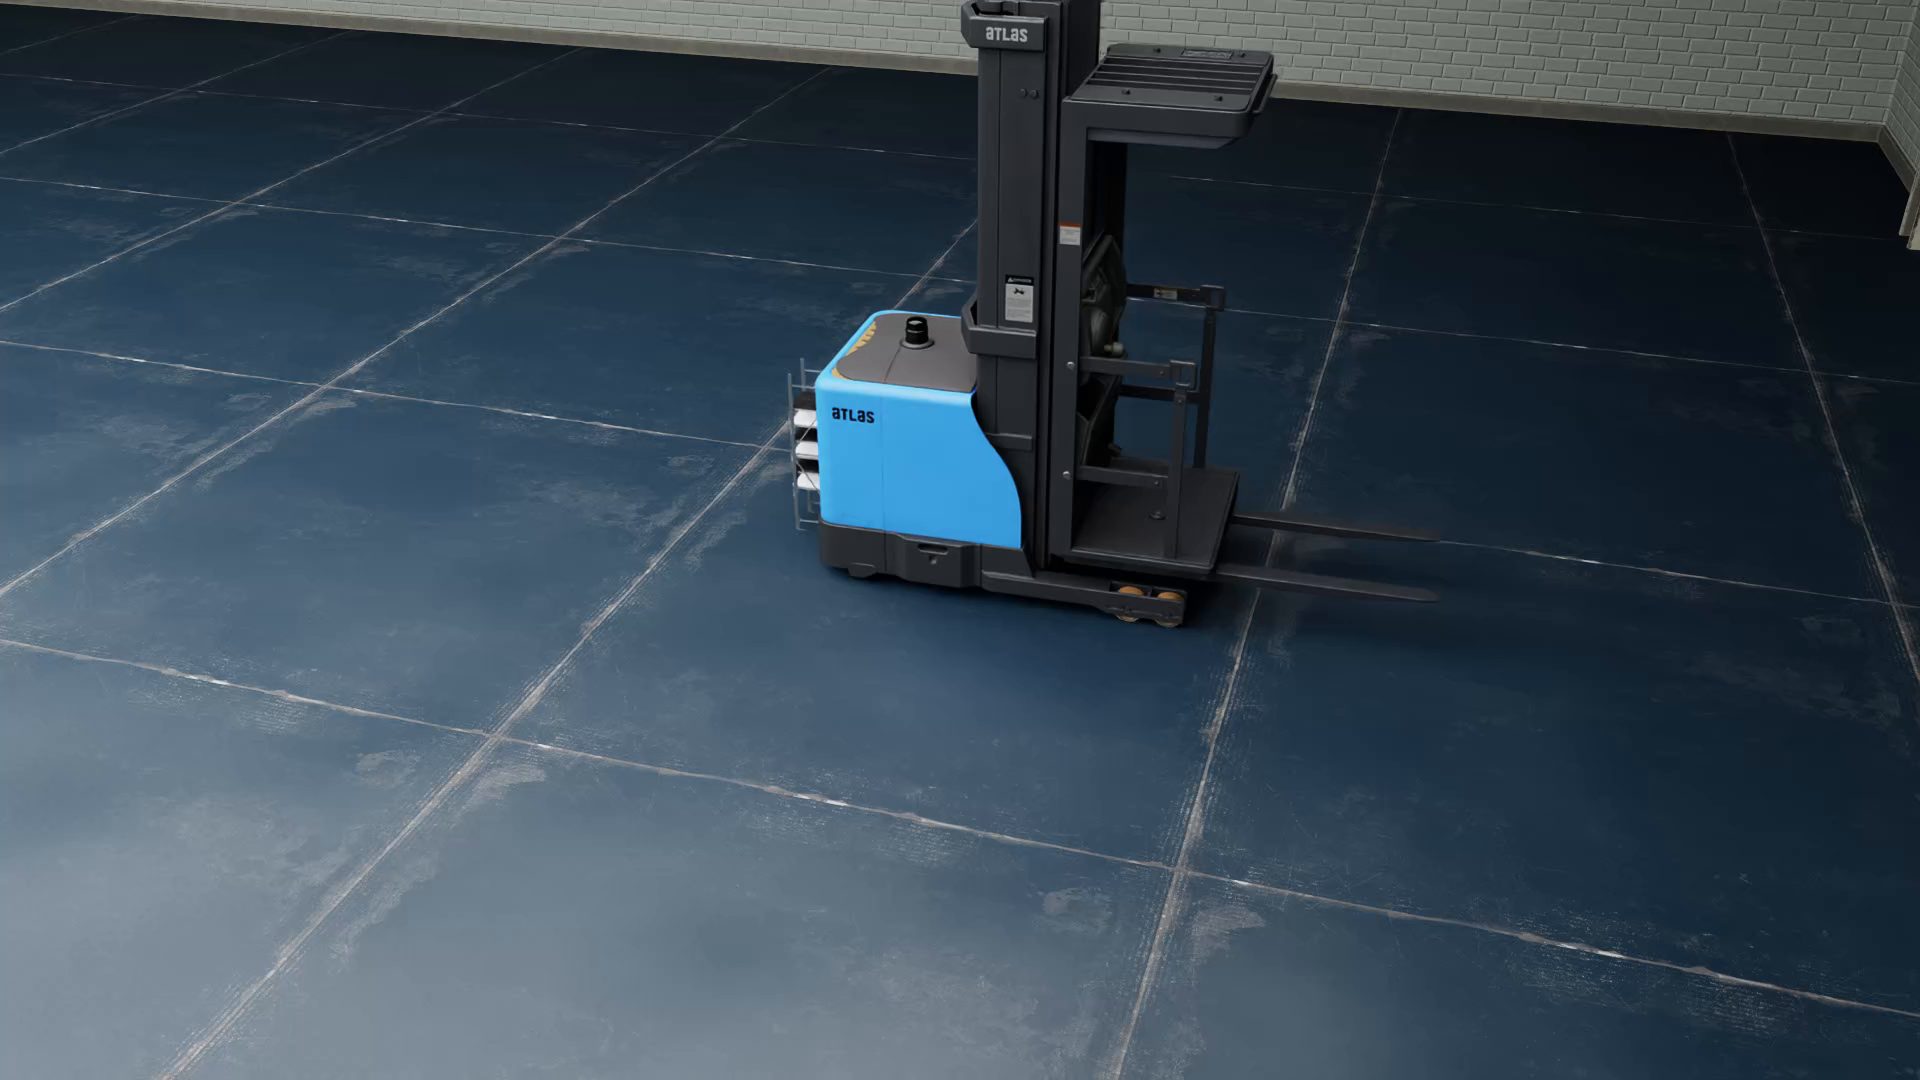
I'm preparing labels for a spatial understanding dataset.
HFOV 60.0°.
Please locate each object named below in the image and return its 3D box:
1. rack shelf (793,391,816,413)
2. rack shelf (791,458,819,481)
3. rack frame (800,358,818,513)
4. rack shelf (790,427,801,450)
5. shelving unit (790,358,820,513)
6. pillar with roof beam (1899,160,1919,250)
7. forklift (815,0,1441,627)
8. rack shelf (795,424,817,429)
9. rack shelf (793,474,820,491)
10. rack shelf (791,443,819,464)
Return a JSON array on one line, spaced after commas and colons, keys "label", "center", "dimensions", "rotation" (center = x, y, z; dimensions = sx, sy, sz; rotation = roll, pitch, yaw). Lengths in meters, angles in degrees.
[{"label": "rack shelf", "center": [-0.731, -0.707, 8.567], "dimensions": [0.221, 0.026, 0.190], "rotation": [7, 30, 12]}, {"label": "rack shelf", "center": [-0.731, -0.375, 8.752], "dimensions": [0.258, 0.077, 0.200], "rotation": [7, 30, 12]}, {"label": "rack frame", "center": [-0.706, -0.530, 8.778], "dimensions": [0.240, 0.900, 0.006], "rotation": [7, 30, 12]}, {"label": "rack shelf", "center": [-0.731, -0.532, 8.664], "dimensions": [0.258, 0.077, 0.200], "rotation": [7, 30, 12]}, {"label": "shelving unit", "center": [-0.730, -0.484, 8.694], "dimensions": [0.258, 0.900, 0.205], "rotation": [7, 30, 12]}, {"label": "pillar with roof beam", "center": [3.368, -6.852, 11.811], "dimensions": [9.100, 9.000, 0.400], "rotation": [8, 30, 15]}, {"label": "forklift", "center": [0.865, -1.122, 7.817], "dimensions": [3.031, 2.867, 1.129], "rotation": [8, 30, 13]}, {"label": "rack shelf", "center": [-0.731, -0.624, 8.613], "dimensions": [0.199, 0.015, 0.184], "rotation": [7, 30, 12]}, {"label": "rack shelf", "center": [-0.731, -0.296, 8.795], "dimensions": [0.258, 0.077, 0.200], "rotation": [7, 30, 12]}, {"label": "rack shelf", "center": [-0.731, -0.453, 8.708], "dimensions": [0.258, 0.077, 0.200], "rotation": [7, 30, 12]}]
